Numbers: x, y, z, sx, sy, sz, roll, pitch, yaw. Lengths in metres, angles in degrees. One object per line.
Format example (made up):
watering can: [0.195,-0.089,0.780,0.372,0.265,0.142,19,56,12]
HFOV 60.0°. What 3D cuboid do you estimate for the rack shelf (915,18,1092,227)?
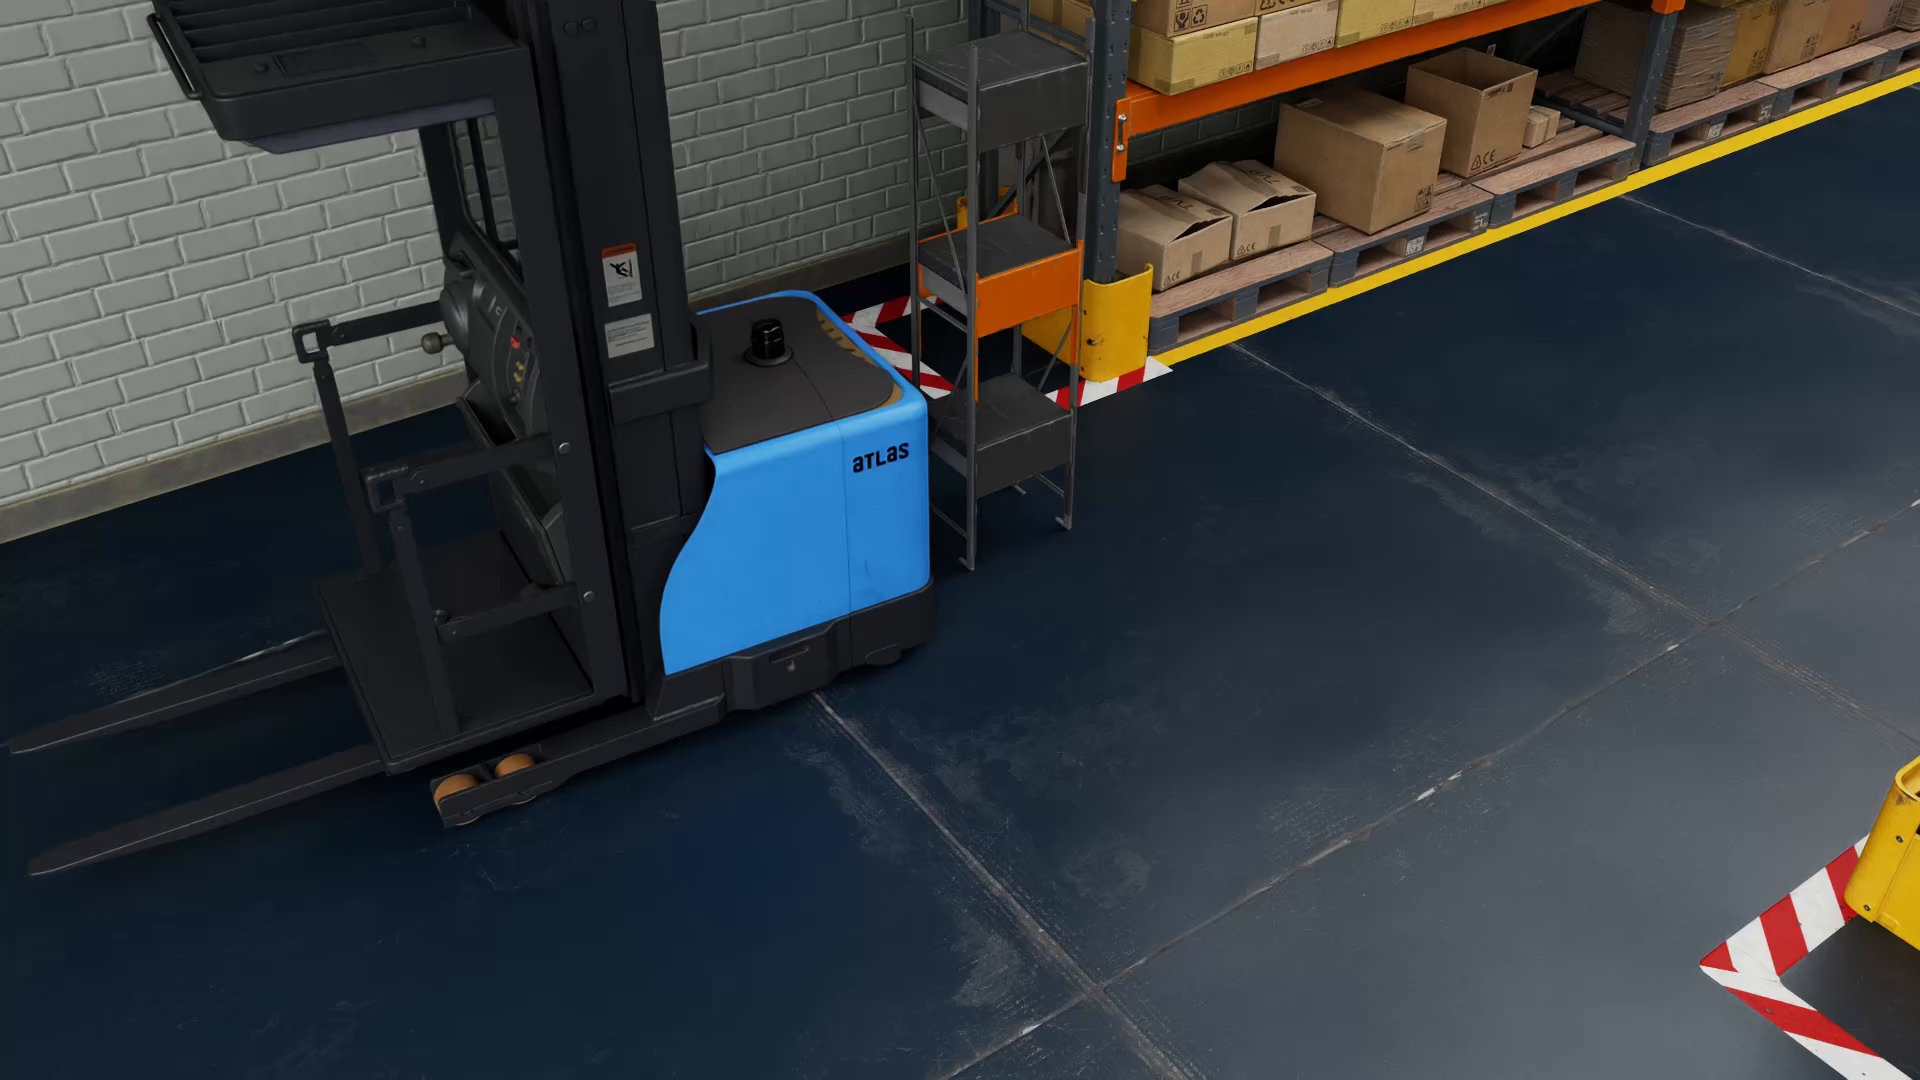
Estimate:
rack shelf: [0.135,-1.465,5.814,0.480,0.518,0.431,-22,41,-28]

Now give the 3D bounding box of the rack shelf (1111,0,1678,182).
rack shelf: [2.008,-2.632,8.456,4.000,0.370,1.077,-22,41,-28]

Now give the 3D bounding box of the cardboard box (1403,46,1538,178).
cardboard box: [2.818,-2.392,9.271,0.500,0.500,0.500,-26,43,-31]

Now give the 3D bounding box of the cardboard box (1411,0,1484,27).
cardboard box: [2.206,-2.730,8.088,0.500,0.250,0.500,-22,41,-27]

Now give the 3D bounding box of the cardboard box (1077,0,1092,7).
cardboard box: [0.636,-2.763,7.491,0.500,0.500,0.500,-23,42,-28]

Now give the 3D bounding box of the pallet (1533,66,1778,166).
pallet: [4.279,-2.727,10.361,1.213,0.211,1.003,-22,41,-28]

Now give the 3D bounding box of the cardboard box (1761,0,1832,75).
cardboard box: [5.069,-3.366,10.625,0.500,0.500,0.700,-22,41,-27]

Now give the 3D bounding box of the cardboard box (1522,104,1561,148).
cardboard box: [3.223,-2.431,9.610,0.250,0.166,0.380,-28,44,-33]

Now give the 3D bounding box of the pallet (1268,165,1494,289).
pallet: [2.116,-1.809,9.084,1.213,0.211,1.003,-22,41,-28]

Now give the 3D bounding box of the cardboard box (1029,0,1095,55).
cardboard box: [0.644,-2.448,7.696,0.500,0.250,0.500,-22,41,-27]

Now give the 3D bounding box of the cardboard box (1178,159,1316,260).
cardboard box: [1.457,-1.720,8.498,0.500,0.311,0.500,-19,40,-24]

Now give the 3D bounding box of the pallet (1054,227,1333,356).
pallet: [1.120,-1.401,8.517,1.213,0.211,1.003,-22,41,-28]

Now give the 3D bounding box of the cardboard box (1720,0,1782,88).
cardboard box: [4.629,-3.214,10.413,0.500,0.500,0.700,-23,42,-29]

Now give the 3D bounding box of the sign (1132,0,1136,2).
sign: [0.686,-2.344,6.698,0.005,0.325,0.100,-22,41,-28]

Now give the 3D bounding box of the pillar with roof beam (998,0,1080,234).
pillar with roof beam: [2.927,-3.280,3.604,0.400,9.000,9.100,-22,41,-28]

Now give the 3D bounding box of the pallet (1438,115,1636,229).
pallet: [3.115,-2.222,9.658,1.213,0.211,1.003,-22,41,-28]

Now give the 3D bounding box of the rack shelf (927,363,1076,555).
rack shelf: [0.135,-0.329,6.631,0.480,0.518,0.431,-22,41,-28]

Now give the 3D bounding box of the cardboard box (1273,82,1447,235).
cardboard box: [2.085,-2.019,8.753,0.500,0.500,0.700,-25,43,-31]

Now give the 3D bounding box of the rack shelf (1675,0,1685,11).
rack shelf: [5.278,-3.977,10.327,4.000,0.370,1.077,-22,41,-28]

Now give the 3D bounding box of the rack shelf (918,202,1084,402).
rack shelf: [0.135,-0.897,6.222,0.480,0.518,0.431,-22,41,-28]

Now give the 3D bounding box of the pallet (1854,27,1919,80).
pallet: [6.273,-3.548,11.502,1.213,0.211,1.003,-22,41,-28]

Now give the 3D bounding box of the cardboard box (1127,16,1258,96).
cardboard box: [0.955,-2.211,7.366,0.500,0.250,0.500,-24,42,-29]

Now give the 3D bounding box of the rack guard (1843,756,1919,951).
rack guard: [3.211,1.135,4.744,0.348,0.500,1.175,-22,41,-28]

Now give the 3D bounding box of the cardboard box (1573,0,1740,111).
cardboard box: [4.235,-3.016,10.138,0.500,0.500,0.700,-21,41,-26]

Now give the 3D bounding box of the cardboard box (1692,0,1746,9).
cardboard box: [4.593,-3.470,10.128,0.500,0.250,0.500,-23,42,-29]

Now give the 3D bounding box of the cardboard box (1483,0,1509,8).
cardboard box: [2.616,-2.900,8.324,0.500,0.250,0.500,-23,41,-28]

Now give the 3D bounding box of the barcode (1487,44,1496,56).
barcode: [3.064,-2.823,9.596,0.075,0.075,0.001,-22,41,-28]

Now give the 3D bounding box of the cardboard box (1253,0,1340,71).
cardboard box: [1.372,-2.392,7.619,0.500,0.250,0.500,-24,42,-29]

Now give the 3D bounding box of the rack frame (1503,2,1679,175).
rack frame: [3.643,-3.597,9.182,0.127,3.000,1.000,-22,41,-28]

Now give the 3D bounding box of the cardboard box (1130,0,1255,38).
cardboard box: [0.937,-2.520,7.154,0.500,0.500,0.500,-22,41,-28]

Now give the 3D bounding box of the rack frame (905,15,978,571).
rack frame: [-0.064,-0.826,6.100,0.015,2.100,0.400,-22,41,-28]

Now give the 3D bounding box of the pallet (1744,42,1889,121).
pallet: [5.277,-3.140,10.935,1.213,0.211,1.003,-22,41,-28]

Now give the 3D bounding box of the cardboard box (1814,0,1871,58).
cardboard box: [5.476,-3.540,10.868,0.500,0.500,0.700,-23,41,-28]

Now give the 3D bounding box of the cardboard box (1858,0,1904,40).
cardboard box: [5.866,-3.721,11.119,0.500,0.500,0.700,-22,41,-28]

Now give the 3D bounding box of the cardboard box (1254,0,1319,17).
cardboard box: [1.347,-2.681,7.378,0.500,0.500,0.500,-22,41,-28]

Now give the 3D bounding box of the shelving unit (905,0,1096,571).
shelving unit: [0.135,-0.908,6.214,0.503,2.100,0.431,-22,41,-28]

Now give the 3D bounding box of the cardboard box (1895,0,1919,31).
cardboard box: [6.354,-3.839,11.282,0.500,0.500,0.700,-22,41,-27]

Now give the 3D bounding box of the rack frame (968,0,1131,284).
rack frame: [0.374,-2.251,7.311,0.127,3.000,1.000,-22,41,-28]

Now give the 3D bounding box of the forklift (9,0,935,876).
forklift: [-1.632,-0.610,5.088,3.031,2.935,1.130,-18,40,-24]

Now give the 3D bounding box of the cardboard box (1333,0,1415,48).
cardboard box: [1.791,-2.561,7.853,0.500,0.250,0.500,-23,42,-29]

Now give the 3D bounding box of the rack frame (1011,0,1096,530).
rack frame: [0.335,-0.990,6.328,0.015,2.100,0.400,-22,41,-28]

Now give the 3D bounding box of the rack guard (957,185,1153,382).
rack guard: [0.436,-1.262,8.076,0.348,0.500,1.175,-22,41,-28]

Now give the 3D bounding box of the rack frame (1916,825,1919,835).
rack frame: [3.230,0.112,4.025,0.127,3.000,1.000,-22,41,-28]

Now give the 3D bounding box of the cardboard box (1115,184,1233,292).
cardboard box: [0.991,-1.528,8.231,0.500,0.311,0.500,-28,44,-33]
